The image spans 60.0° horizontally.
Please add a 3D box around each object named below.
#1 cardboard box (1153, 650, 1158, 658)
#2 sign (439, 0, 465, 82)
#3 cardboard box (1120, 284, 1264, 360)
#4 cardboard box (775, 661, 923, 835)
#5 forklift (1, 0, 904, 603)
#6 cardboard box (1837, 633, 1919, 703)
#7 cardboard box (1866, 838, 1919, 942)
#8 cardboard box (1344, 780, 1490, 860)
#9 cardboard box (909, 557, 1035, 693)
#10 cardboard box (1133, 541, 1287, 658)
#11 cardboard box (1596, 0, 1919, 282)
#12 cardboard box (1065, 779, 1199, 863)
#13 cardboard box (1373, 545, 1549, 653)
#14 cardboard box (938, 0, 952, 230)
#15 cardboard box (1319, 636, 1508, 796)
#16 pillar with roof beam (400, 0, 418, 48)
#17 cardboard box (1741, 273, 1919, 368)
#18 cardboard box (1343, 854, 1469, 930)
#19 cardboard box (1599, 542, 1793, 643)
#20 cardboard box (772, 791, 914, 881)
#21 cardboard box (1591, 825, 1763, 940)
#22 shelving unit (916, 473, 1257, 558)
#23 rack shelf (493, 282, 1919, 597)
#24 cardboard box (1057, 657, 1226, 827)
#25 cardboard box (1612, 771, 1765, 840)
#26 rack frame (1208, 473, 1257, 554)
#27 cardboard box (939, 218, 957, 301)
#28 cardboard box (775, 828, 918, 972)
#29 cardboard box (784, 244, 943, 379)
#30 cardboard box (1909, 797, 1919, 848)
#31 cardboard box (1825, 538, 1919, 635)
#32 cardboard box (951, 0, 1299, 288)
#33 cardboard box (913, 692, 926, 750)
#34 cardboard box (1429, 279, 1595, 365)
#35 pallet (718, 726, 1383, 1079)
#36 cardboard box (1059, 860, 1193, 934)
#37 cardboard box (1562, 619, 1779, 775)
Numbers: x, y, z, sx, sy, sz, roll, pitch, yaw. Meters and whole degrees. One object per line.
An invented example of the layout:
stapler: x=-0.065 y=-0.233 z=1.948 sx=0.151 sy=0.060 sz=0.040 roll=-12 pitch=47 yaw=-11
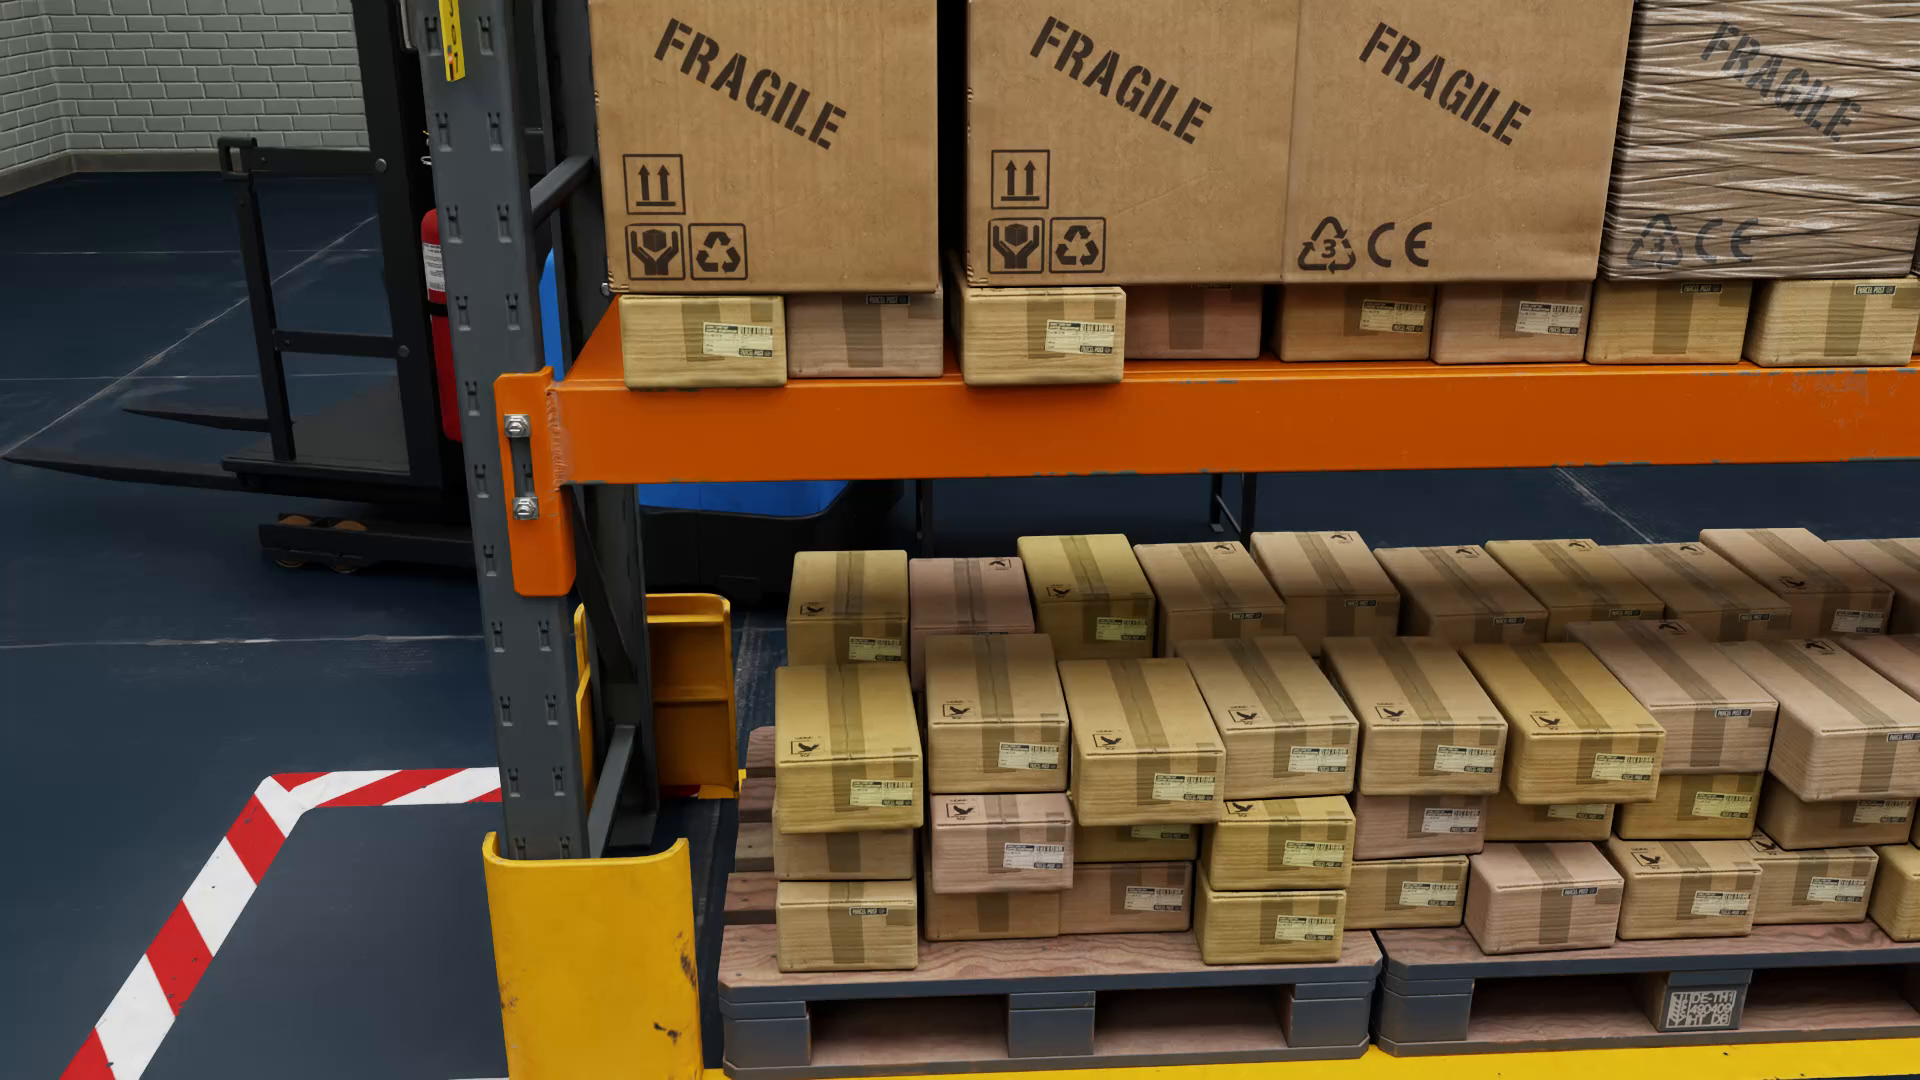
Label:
cardboard box: x=0.554 y=0.306 z=3.599 sx=0.250 sy=0.149 sz=0.380 roll=-1 pitch=21 yaw=-4
sign: x=-0.718 y=-0.810 z=2.317 sx=0.005 sy=0.325 sz=0.100 roll=-1 pitch=21 yaw=-3
cardboard box: x=0.367 y=-0.431 z=2.892 sx=0.250 sy=0.149 sz=0.380 roll=0 pitch=21 yaw=-1
cardboard box: x=-0.207 y=0.370 z=3.015 sx=0.250 sy=0.149 sz=0.380 roll=-2 pitch=21 yaw=-6
forklift: x=-1.770 y=-1.439 z=5.281 sx=3.031 sy=2.935 sz=1.130 roll=5 pitch=21 yaw=13
cardboard box: x=1.874 y=0.321 z=3.143 sx=0.250 sy=0.149 sz=0.380 roll=-2 pitch=21 yaw=-6
cardboard box: x=1.839 y=0.606 z=3.229 sx=0.250 sy=0.149 sz=0.380 roll=-1 pitch=21 yaw=-3
cardboard box: x=0.826 y=0.451 z=3.218 sx=0.250 sy=0.149 sz=0.380 roll=-2 pitch=21 yaw=-6
cardboard box: x=0.019 y=0.174 z=3.528 sx=0.250 sy=0.149 sz=0.380 roll=-1 pitch=21 yaw=-2
cardboard box: x=0.532 y=0.141 z=3.615 sx=0.250 sy=0.149 sz=0.380 roll=-2 pitch=21 yaw=-5
cardboard box: x=1.246 y=-0.733 z=2.772 sx=0.500 sy=0.500 sz=0.500 roll=-2 pitch=21 yaw=-4
cardboard box: x=0.304 y=0.457 z=3.203 sx=0.250 sy=0.149 sz=0.380 roll=-1 pitch=21 yaw=-2
cardboard box: x=1.067 y=0.150 z=3.592 sx=0.250 sy=0.149 sz=0.380 roll=-2 pitch=21 yaw=-5
cardboard box: x=0.199 y=-0.893 z=3.193 sx=0.500 sy=0.500 sz=0.500 roll=-1 pitch=21 yaw=-4
cardboard box: x=0.841 y=0.325 z=3.132 sx=0.250 sy=0.149 sz=0.380 roll=0 pitch=21 yaw=-1
pillar with roof beam: x=-3.917 y=-5.658 z=7.834 sx=0.400 sy=9.000 sz=9.100 roll=-1 pitch=21 yaw=-3
cardboard box: x=1.416 y=-0.416 z=2.851 sx=0.250 sy=0.149 sz=0.380 roll=-1 pitch=21 yaw=-2
cardboard box: x=0.807 y=0.593 z=3.263 sx=0.250 sy=0.149 sz=0.380 roll=-1 pitch=21 yaw=-3
cardboard box: x=1.575 y=0.143 z=3.609 sx=0.250 sy=0.149 sz=0.380 roll=-2 pitch=21 yaw=-5
cardboard box: x=-0.212 y=0.479 z=3.145 sx=0.250 sy=0.149 sz=0.380 roll=0 pitch=21 yaw=-1
cardboard box: x=1.336 y=0.604 z=3.234 sx=0.250 sy=0.149 sz=0.380 roll=-1 pitch=21 yaw=-3
shelving unit: x=0.390 y=-0.661 z=5.249 sx=1.048 sy=1.500 sz=0.538 roll=-1 pitch=21 yaw=-4
rack shelf: x=1.247 y=-0.303 z=3.212 sx=4.000 sy=0.370 sz=1.077 roll=-1 pitch=21 yaw=-3
cardboard box: x=0.320 y=0.362 z=3.036 sx=0.250 sy=0.149 sz=0.380 roll=-1 pitch=21 yaw=-3
cardboard box: x=1.365 y=0.429 z=3.276 sx=0.250 sy=0.149 sz=0.380 roll=0 pitch=21 yaw=-1
rack frame: x=0.897 y=-0.674 z=5.283 sx=0.032 sy=1.500 sz=0.500 roll=-1 pitch=21 yaw=-4
cardboard box: x=0.060 y=-0.590 z=3.309 sx=0.250 sy=0.149 sz=0.380 roll=-1 pitch=21 yaw=-4
cardboard box: x=-0.208 y=0.641 z=3.139 sx=0.250 sy=0.149 sz=0.380 roll=-1 pitch=21 yaw=-2
cardboard box: x=-0.155 y=-0.391 z=2.786 sx=0.250 sy=0.149 sz=0.380 roll=0 pitch=21 yaw=-1
cardboard box: x=1.903 y=0.441 z=3.246 sx=0.250 sy=0.149 sz=0.380 roll=-1 pitch=21 yaw=-2
cardboard box: x=2.101 y=0.132 z=3.638 sx=0.250 sy=0.149 sz=0.380 roll=-2 pitch=21 yaw=-4
cardboard box: x=0.248 y=-0.715 z=2.725 sx=0.500 sy=0.500 sz=0.500 roll=-1 pitch=21 yaw=-3
cardboard box: x=0.025 y=0.300 z=3.615 sx=0.250 sy=0.149 sz=0.380 roll=-2 pitch=21 yaw=-4
cardboard box: x=0.887 y=-0.423 z=2.870 sx=0.250 sy=0.149 sz=0.380 roll=-2 pitch=21 yaw=-4
pallet: x=0.140 y=0.699 z=3.488 sx=1.213 sy=0.211 sz=1.003 roll=-1 pitch=21 yaw=-3
cardboard box: x=0.296 y=0.599 z=3.249 sx=0.250 sy=0.149 sz=0.380 roll=-1 pitch=21 yaw=-2
cardboard box: x=1.351 y=0.297 z=3.206 sx=0.250 sy=0.149 sz=0.380 roll=-1 pitch=21 yaw=-3
